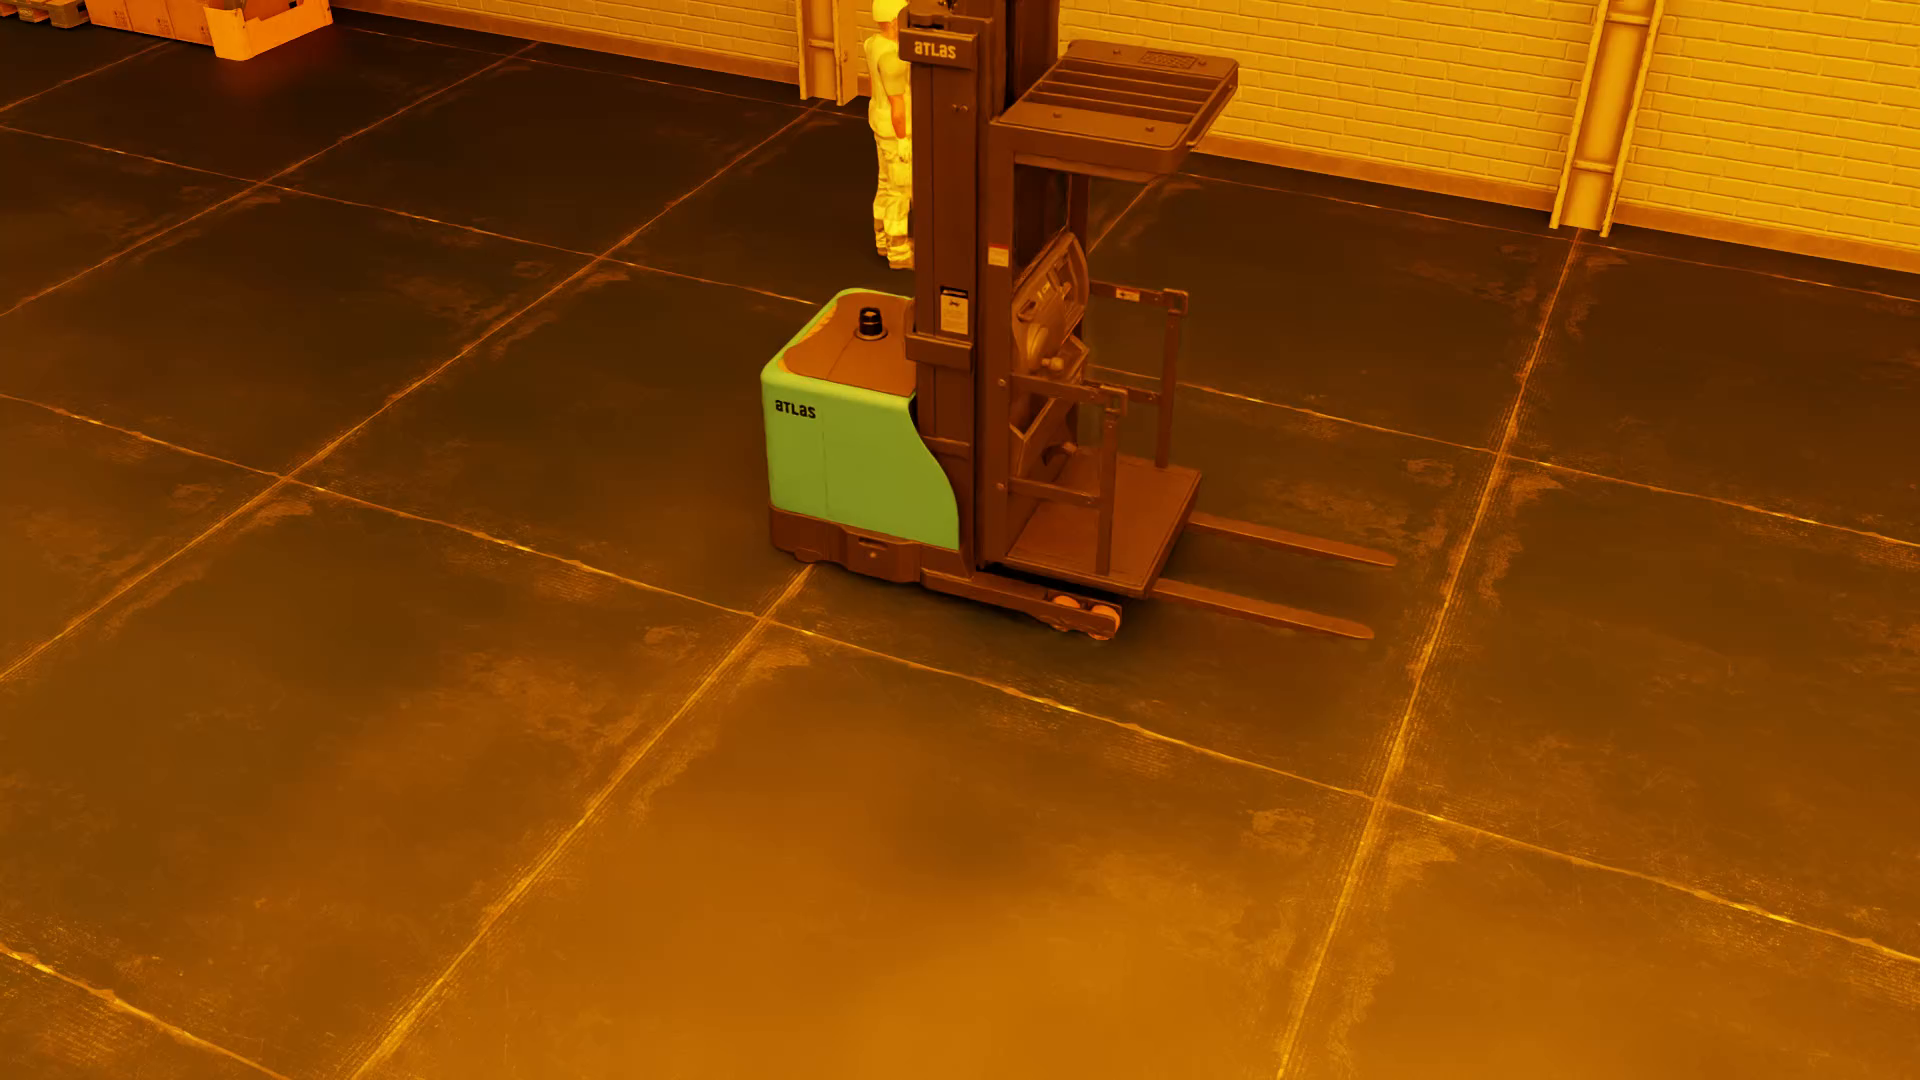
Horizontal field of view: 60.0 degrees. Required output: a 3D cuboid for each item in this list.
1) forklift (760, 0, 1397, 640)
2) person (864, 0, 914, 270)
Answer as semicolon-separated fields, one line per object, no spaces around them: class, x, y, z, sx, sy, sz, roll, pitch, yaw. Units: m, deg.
forklift;0.600;-1.066;7.581;3.031;2.935;1.130;13;38;18
person;-0.402;-2.652;10.787;0.352;1.795;0.546;-10;37;-14
